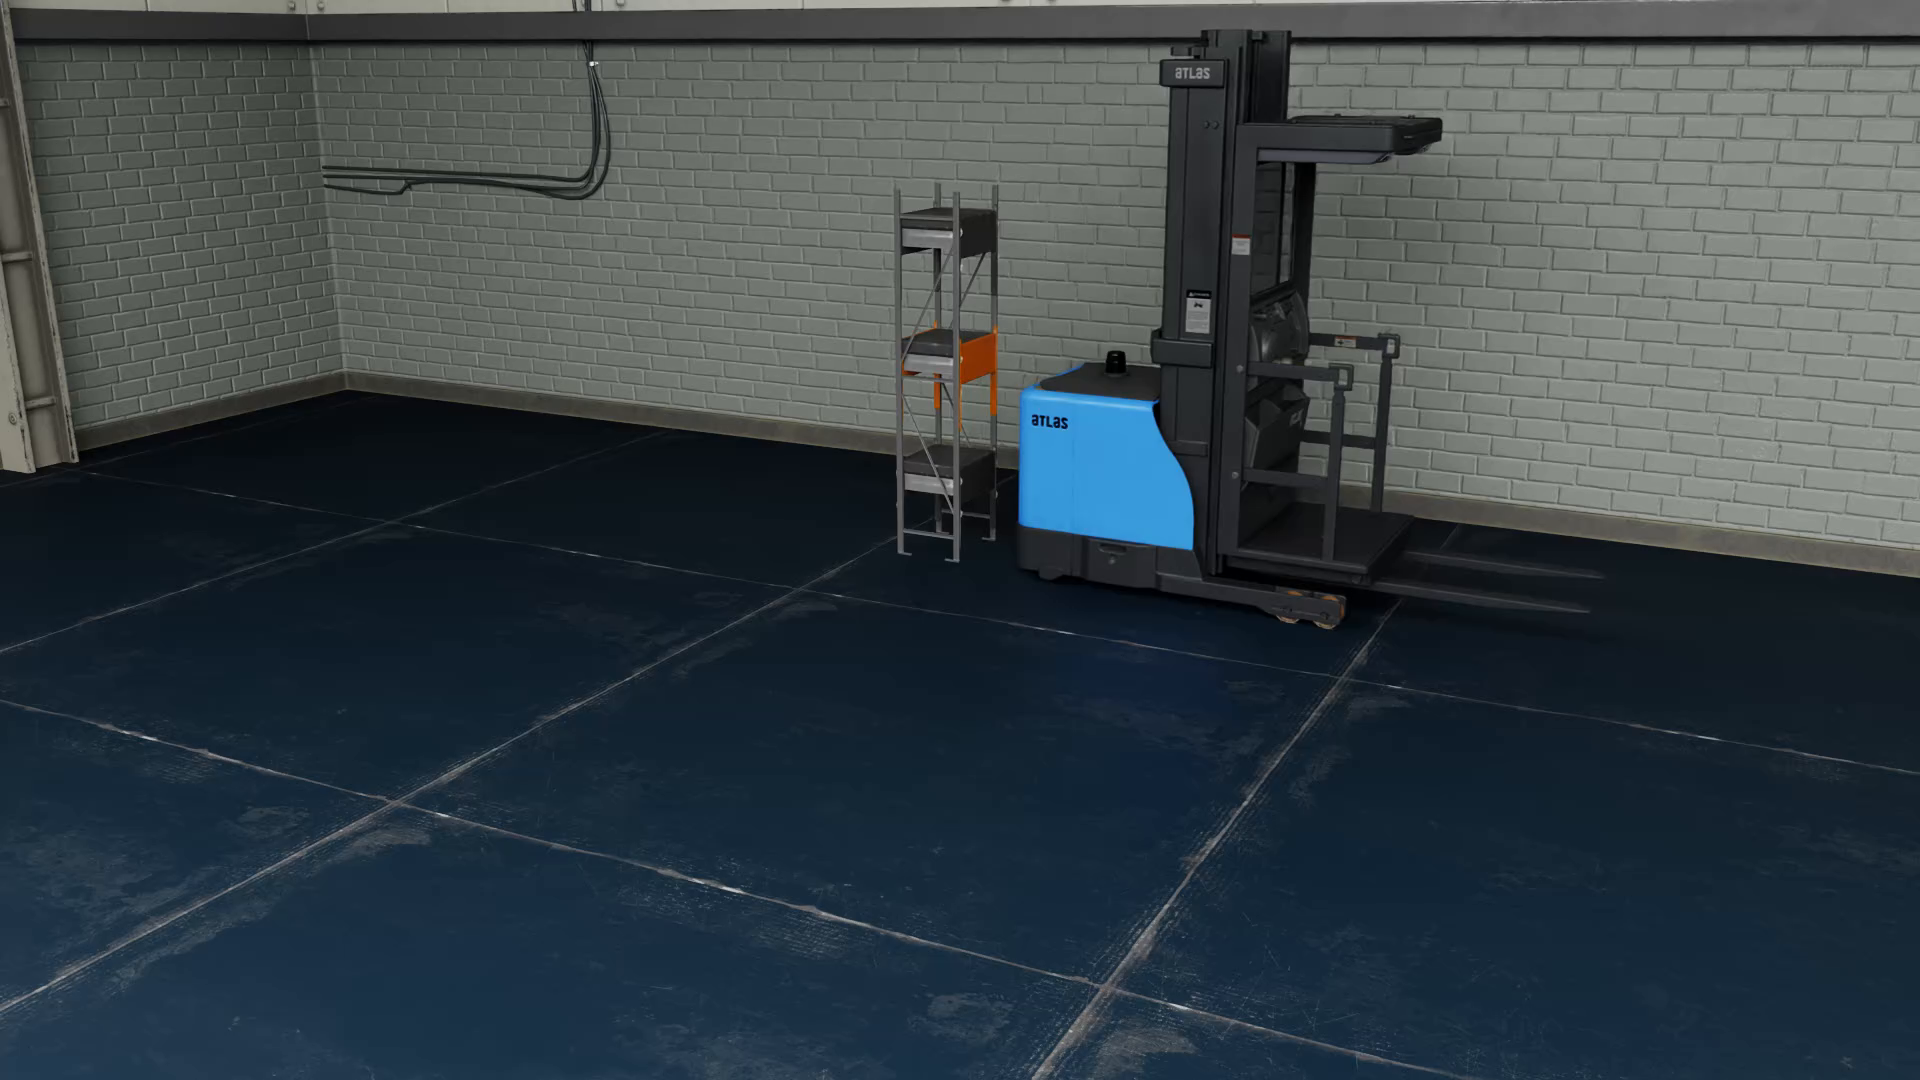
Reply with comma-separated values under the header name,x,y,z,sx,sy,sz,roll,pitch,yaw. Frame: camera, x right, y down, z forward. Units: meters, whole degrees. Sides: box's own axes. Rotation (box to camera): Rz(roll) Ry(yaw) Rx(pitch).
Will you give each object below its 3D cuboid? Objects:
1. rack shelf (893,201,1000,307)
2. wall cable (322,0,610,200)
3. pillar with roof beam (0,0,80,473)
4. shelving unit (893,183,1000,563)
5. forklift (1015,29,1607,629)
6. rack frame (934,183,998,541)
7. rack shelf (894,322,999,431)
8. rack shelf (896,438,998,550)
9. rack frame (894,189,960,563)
name,x,y,z,sx,sy,sz,roll,pitch,yaw
rack shelf,-0.074,-1.622,9.388,0.431,0.518,0.480,8,18,25
wall cable,-4.037,-3.942,12.944,3.097,2.526,0.112,8,18,25
pillar with roof beam,-2.686,-4.300,8.698,9.100,9.000,0.400,8,18,25
shelving unit,-0.074,-0.964,9.583,0.431,2.100,0.503,8,18,25
forklift,1.859,-1.123,8.658,3.031,2.935,1.130,8,18,26
rack frame,0.035,-1.027,9.793,0.400,2.100,0.015,8,18,25
rack shelf,-0.074,-0.951,9.587,0.431,0.518,0.480,8,18,25
rack shelf,-0.074,-0.280,9.787,0.431,0.518,0.480,8,18,25
rack frame,-0.183,-0.902,9.374,0.400,2.100,0.015,8,18,25
